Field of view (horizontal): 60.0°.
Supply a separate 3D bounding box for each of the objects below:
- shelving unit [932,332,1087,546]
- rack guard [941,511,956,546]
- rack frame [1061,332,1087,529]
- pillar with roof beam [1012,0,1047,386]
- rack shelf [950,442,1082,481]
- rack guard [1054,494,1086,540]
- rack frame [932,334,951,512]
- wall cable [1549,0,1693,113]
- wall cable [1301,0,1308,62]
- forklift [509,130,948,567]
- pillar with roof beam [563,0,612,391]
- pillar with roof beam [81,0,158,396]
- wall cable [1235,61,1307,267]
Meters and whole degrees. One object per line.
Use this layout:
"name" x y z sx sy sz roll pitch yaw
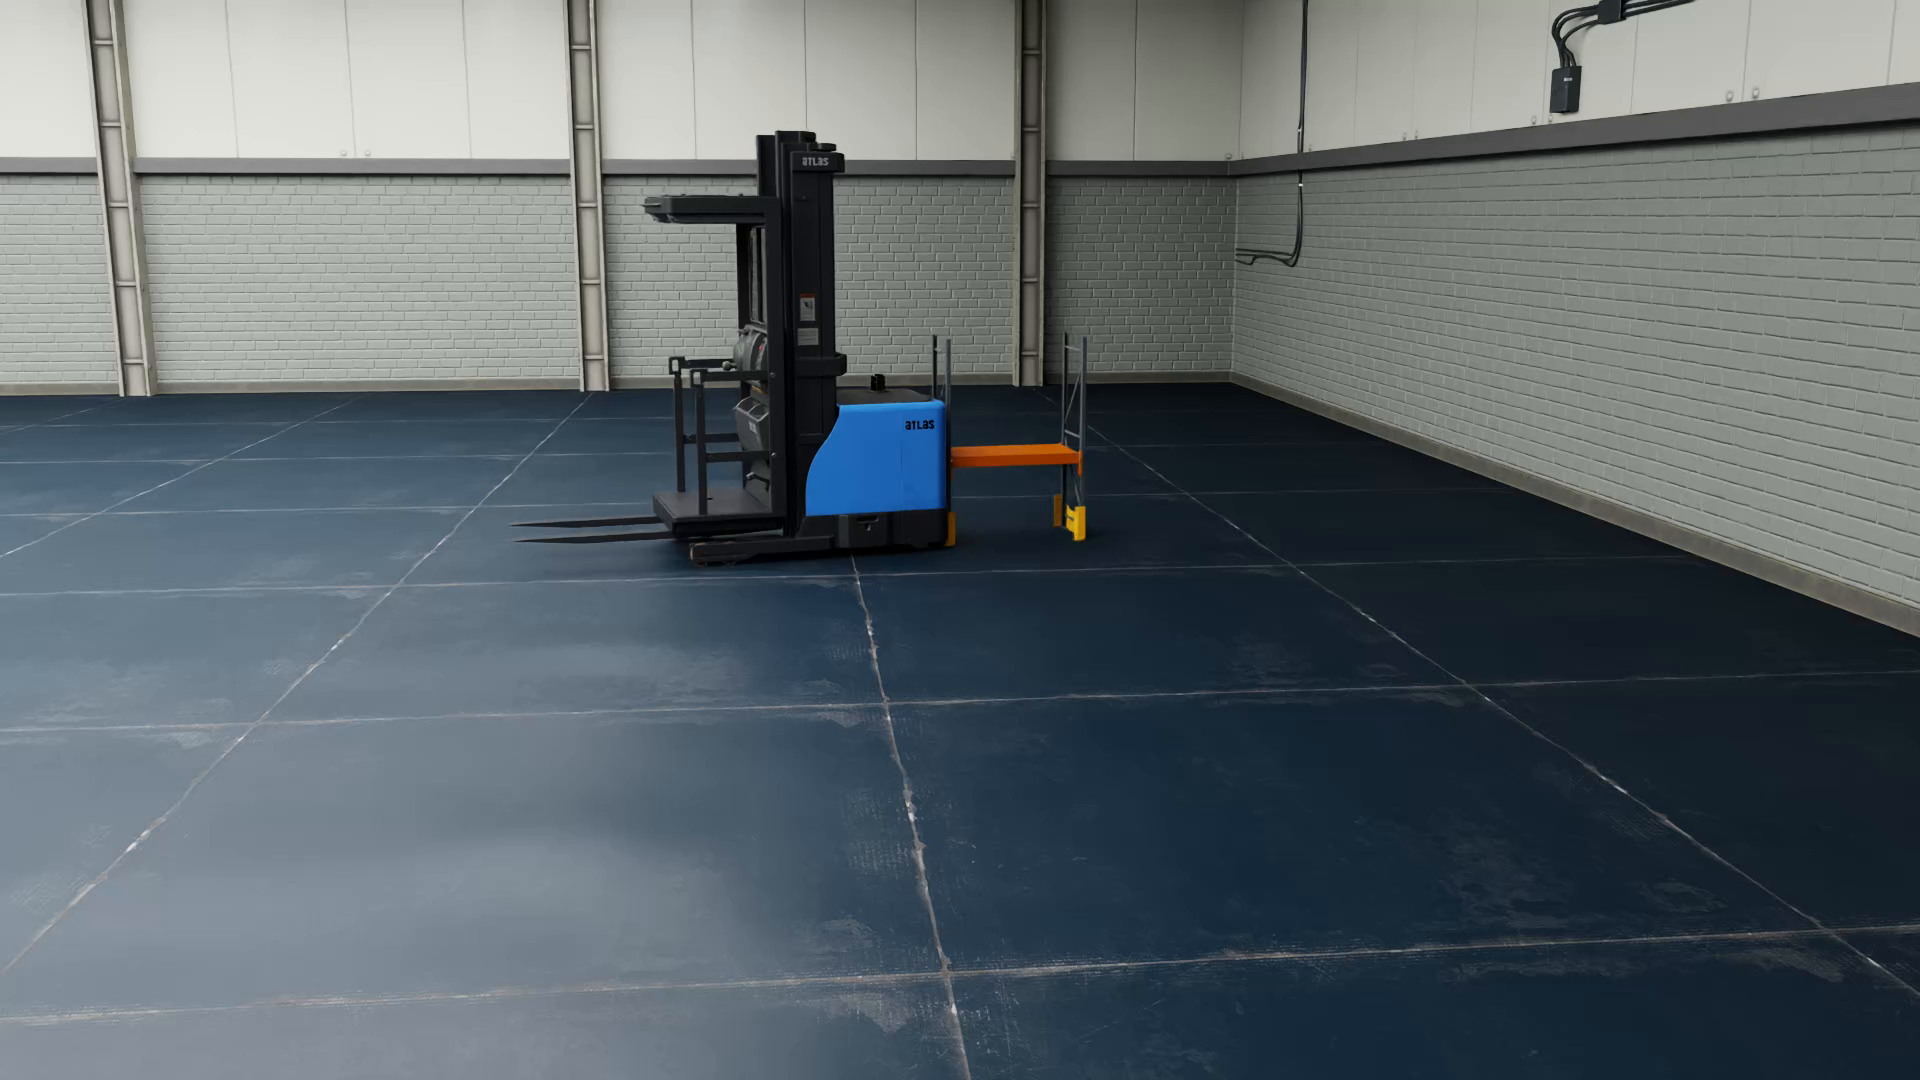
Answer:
"shelving unit" 0.349 -0.769 12.391 1.083 1.500 0.587 -3 11 -13
"rack guard" -0.135 -0.133 12.398 0.087 0.250 0.587 -3 11 -13
"rack frame" 0.852 -0.792 12.508 0.032 1.500 0.500 -3 11 -13
"pillar with roof beam" 1.423 -5.779 18.438 0.400 9.000 9.100 -1 11 -6
"rack shelf" 0.358 -0.593 12.427 1.000 0.185 0.538 -3 11 -13
"rack guard" 0.834 -0.178 12.624 0.087 0.250 0.587 -3 11 -13
"rack frame" -0.137 -0.747 12.277 0.032 1.500 0.500 -3 11 -13
"wall cable" 5.039 -6.261 12.070 0.169 6.003 2.305 -1 11 -6
"wall cable" 4.322 -6.849 18.833 0.112 2.526 3.097 -1 11 -6
"forklift" -1.660 -1.367 11.722 3.031 2.935 1.130 -4 12 -18
"pillar with roof beam" -4.542 -5.655 17.802 0.400 9.000 9.100 -1 11 -6
"pillar with roof beam" -10.507 -5.530 17.167 0.400 9.000 9.100 -1 11 -6
"wall cable" 4.029 -4.889 21.959 0.112 2.526 3.097 -1 11 -6
